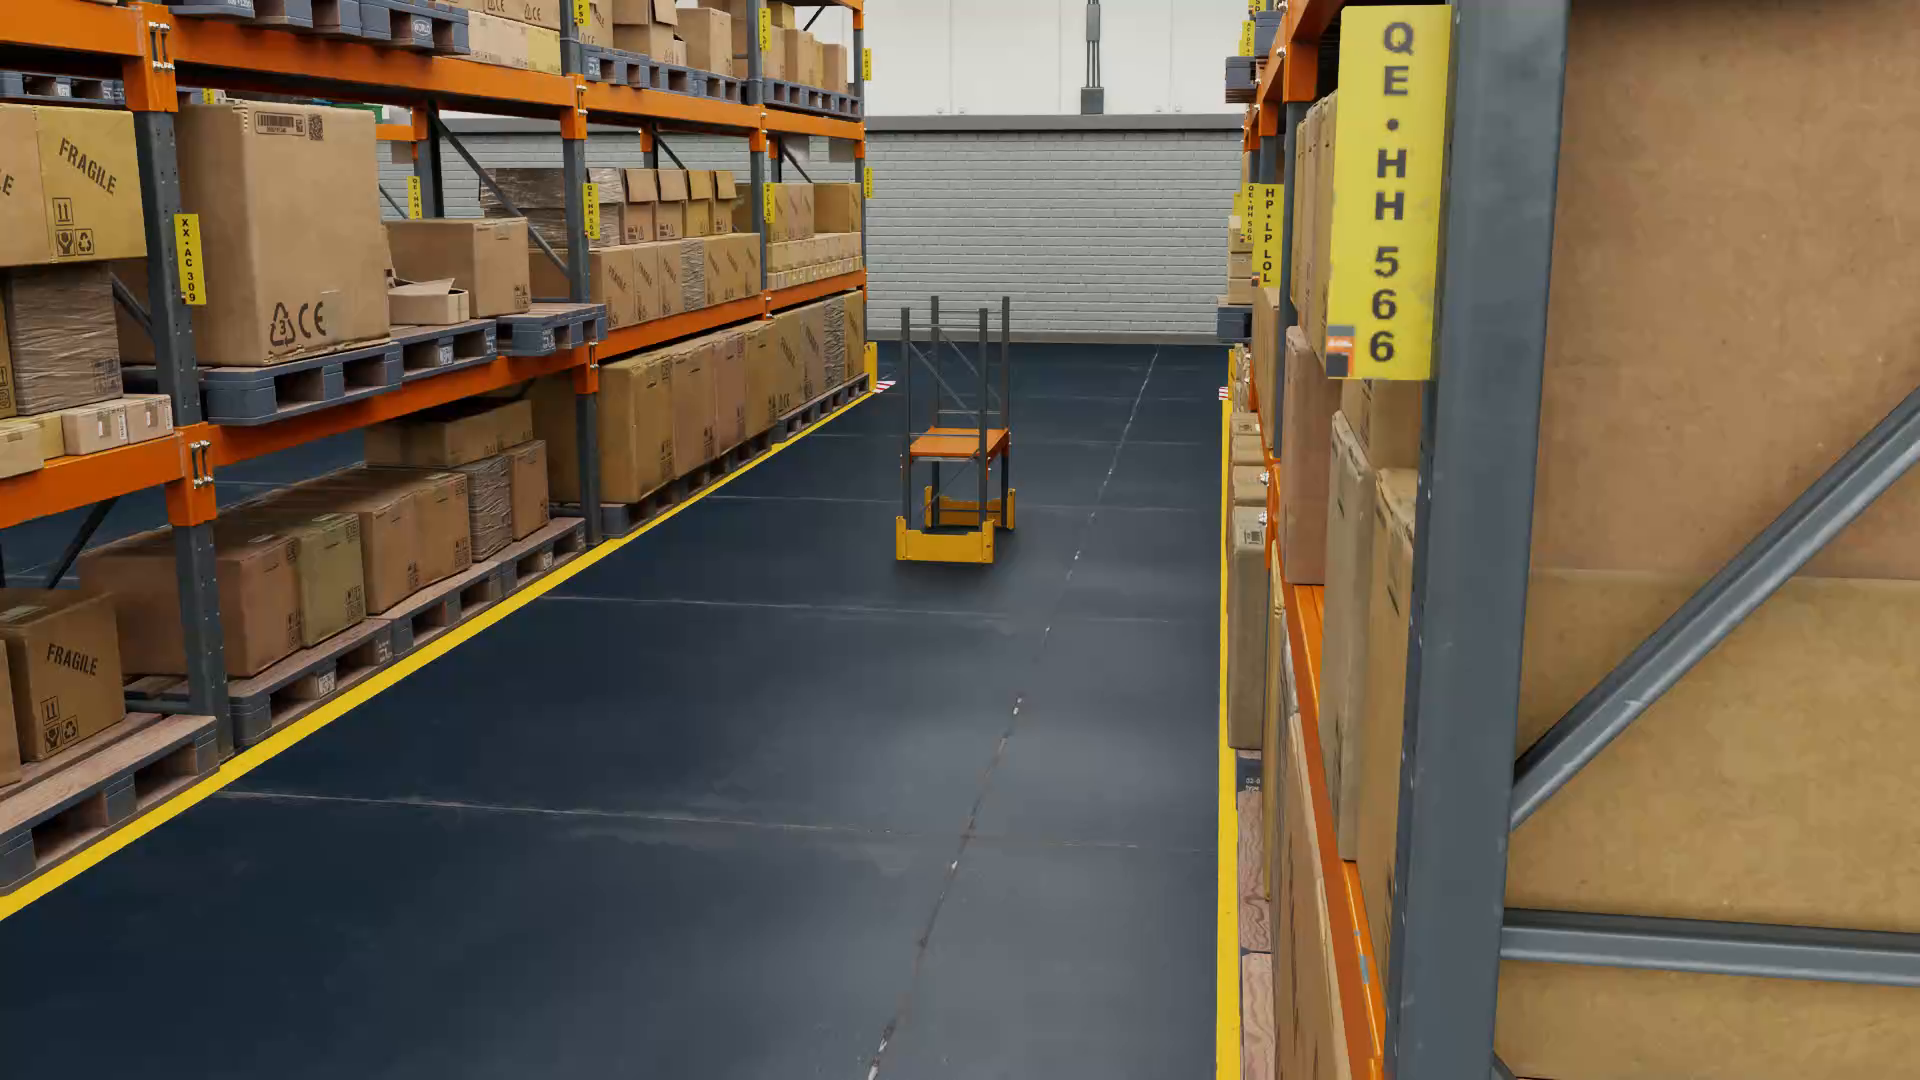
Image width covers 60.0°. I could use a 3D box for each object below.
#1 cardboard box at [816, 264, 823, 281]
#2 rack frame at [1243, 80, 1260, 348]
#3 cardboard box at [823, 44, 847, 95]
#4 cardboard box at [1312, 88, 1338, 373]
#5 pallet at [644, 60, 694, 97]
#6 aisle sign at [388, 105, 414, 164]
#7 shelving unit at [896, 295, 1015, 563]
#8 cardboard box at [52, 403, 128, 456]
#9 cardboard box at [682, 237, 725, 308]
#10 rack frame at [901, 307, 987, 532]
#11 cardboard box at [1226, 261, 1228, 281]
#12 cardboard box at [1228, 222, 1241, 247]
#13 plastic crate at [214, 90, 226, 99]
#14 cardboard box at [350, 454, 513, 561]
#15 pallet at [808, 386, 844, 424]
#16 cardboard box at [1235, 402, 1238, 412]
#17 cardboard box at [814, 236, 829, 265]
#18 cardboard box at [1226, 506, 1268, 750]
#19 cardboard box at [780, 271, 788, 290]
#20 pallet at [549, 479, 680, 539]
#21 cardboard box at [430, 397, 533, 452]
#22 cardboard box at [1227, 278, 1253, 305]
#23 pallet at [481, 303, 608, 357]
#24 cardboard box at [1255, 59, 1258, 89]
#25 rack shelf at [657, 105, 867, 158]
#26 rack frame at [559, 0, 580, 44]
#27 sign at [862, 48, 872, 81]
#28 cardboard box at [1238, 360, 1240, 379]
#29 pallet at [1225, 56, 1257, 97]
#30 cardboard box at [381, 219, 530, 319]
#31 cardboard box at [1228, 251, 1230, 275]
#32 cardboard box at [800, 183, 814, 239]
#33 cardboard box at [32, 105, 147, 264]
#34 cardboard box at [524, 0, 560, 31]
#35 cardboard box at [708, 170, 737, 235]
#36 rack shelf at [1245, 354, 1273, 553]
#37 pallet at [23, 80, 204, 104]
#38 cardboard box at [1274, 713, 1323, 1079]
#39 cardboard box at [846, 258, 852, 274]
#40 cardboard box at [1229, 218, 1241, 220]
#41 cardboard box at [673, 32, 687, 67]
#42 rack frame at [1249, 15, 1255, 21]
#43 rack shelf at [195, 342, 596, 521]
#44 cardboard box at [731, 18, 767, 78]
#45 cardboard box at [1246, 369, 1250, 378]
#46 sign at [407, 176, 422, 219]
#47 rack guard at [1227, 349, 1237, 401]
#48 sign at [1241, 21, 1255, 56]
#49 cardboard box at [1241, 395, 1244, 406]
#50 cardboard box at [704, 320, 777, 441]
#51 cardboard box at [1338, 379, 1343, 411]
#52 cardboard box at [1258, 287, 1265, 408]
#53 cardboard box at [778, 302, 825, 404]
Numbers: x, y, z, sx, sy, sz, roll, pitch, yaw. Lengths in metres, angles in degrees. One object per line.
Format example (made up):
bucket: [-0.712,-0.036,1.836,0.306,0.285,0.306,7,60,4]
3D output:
cardboard box: [-1.510,-2.535,15.735,0.380,0.149,0.250,2,12,7]
rack frame: [2.763,-2.101,13.123,1.000,3.000,0.127,2,12,9]
cardboard box: [-1.535,-4.775,16.938,0.700,0.500,0.500,1,12,5]
cardboard box: [1.179,-0.625,3.352,0.875,0.550,0.500,2,12,9]
pallet: [-2.522,-3.193,11.517,1.003,0.211,1.213,2,12,11]
aisle sign: [-6.101,-4.552,18.326,0.394,0.787,0.004,2,12,9]
shelving unit: [-0.012,-0.717,10.262,0.587,1.500,1.083,2,12,9]
cardboard box: [-3.144,-0.389,5.774,0.380,0.149,0.250,2,12,9]
cardboard box: [-2.081,-2.014,12.480,0.500,0.500,0.500,2,12,8]
rack frame: [-0.091,-0.610,9.762,0.500,1.500,0.032,2,12,9]
cardboard box: [2.090,-1.902,11.796,0.380,0.149,0.250,1,12,6]
cardboard box: [1.888,-1.921,10.475,0.380,0.149,0.250,2,12,10]
plastic crate: [-7.047,-4.233,16.177,0.437,0.282,0.530,2,12,9]
cardboard box: [-2.894,-0.187,9.132,0.700,0.500,0.500,1,12,4]
pallet: [-1.743,-1.330,16.165,1.003,0.211,1.213,2,12,9]
cardboard box: [2.645,-1.221,14.809,0.380,0.149,0.250,2,12,9]
cardboard box: [-1.553,-2.758,15.821,0.500,0.250,0.500,2,12,9]
cardboard box: [1.539,0.326,6.202,1.050,0.750,0.750,2,12,8]
cardboard box: [-1.708,-2.266,14.482,0.380,0.149,0.250,1,12,7]
pallet: [-2.542,-0.249,11.147,1.003,0.211,1.213,2,12,9]
cardboard box: [-2.811,-0.669,9.589,0.500,0.250,0.500,2,12,11]
cardboard box: [1.769,-1.469,9.787,0.380,0.149,0.250,2,12,10]
pallet: [-2.742,-1.205,9.419,1.213,0.211,1.003,2,12,9]
cardboard box: [2.129,-3.119,10.490,0.500,0.500,0.500,2,12,9]
rack shelf: [-1.815,-3.814,15.658,1.077,0.370,4.000,2,12,9]
rack frame: [-2.738,-4.383,9.471,1.000,3.000,0.127,2,12,9]
sign: [-0.974,-4.956,17.334,0.100,0.325,0.005,2,12,9]
cardboard box: [2.659,-1.504,14.708,0.380,0.149,0.250,1,12,6]
pallet: [2.406,-3.135,11.244,1.213,0.211,1.003,2,12,9]
cardboard box: [-2.769,-1.471,8.966,0.700,0.500,0.500,4,13,17]
cardboard box: [1.813,-1.670,10.014,0.380,0.149,0.250,2,12,11]
cardboard box: [-1.638,-3.024,15.274,0.500,0.500,0.500,1,12,7]
cardboard box: [-3.150,-1.198,5.616,0.500,0.500,0.500,2,12,9]
cardboard box: [-2.564,-3.102,9.225,0.500,0.500,0.500,2,12,10]
cardboard box: [-2.213,-2.689,13.232,0.797,0.503,0.637,2,12,7]
rack shelf: [1.840,-0.500,7.403,1.077,0.370,4.000,2,12,9]
pallet: [-7.041,-3.651,13.643,1.213,0.211,1.003,2,12,9]
cardboard box: [1.089,0.904,3.227,0.875,0.875,0.875,2,12,8]
cardboard box: [-1.315,-2.801,16.968,0.380,0.149,0.250,2,12,9]
cardboard box: [2.089,-2.191,11.726,0.380,0.149,0.250,2,12,8]
cardboard box: [-2.380,-3.686,12.569,0.500,0.311,0.500,1,12,7]
rack frame: [3.378,-5.867,16.355,1.000,3.000,0.127,2,12,9]
rack shelf: [-3.046,-0.682,8.247,1.077,0.370,4.000,2,12,9]
cardboard box: [-2.062,-4.217,14.350,0.700,0.500,0.500,1,12,5]
cardboard box: [2.154,-0.980,11.078,0.500,0.250,0.500,2,12,10]
sign: [-3.287,-2.034,10.061,0.100,0.325,0.005,2,12,9]
rack guard: [3.366,-1.696,17.177,1.175,0.500,0.348,2,12,9]
sign: [2.225,-3.836,12.827,0.100,0.325,0.005,2,12,9]
cardboard box: [2.307,-0.829,12.157,0.500,0.500,0.500,2,12,11]
cardboard box: [-2.201,-1.316,13.525,1.225,0.875,0.875,2,12,9]
cardboard box: [1.243,-0.095,3.456,0.875,0.550,0.500,2,12,9]
cardboard box: [1.504,-0.812,6.906,0.500,0.500,0.500,2,12,9]
cardboard box: [-1.804,-1.772,15.641,0.875,0.875,0.875,2,12,9]
